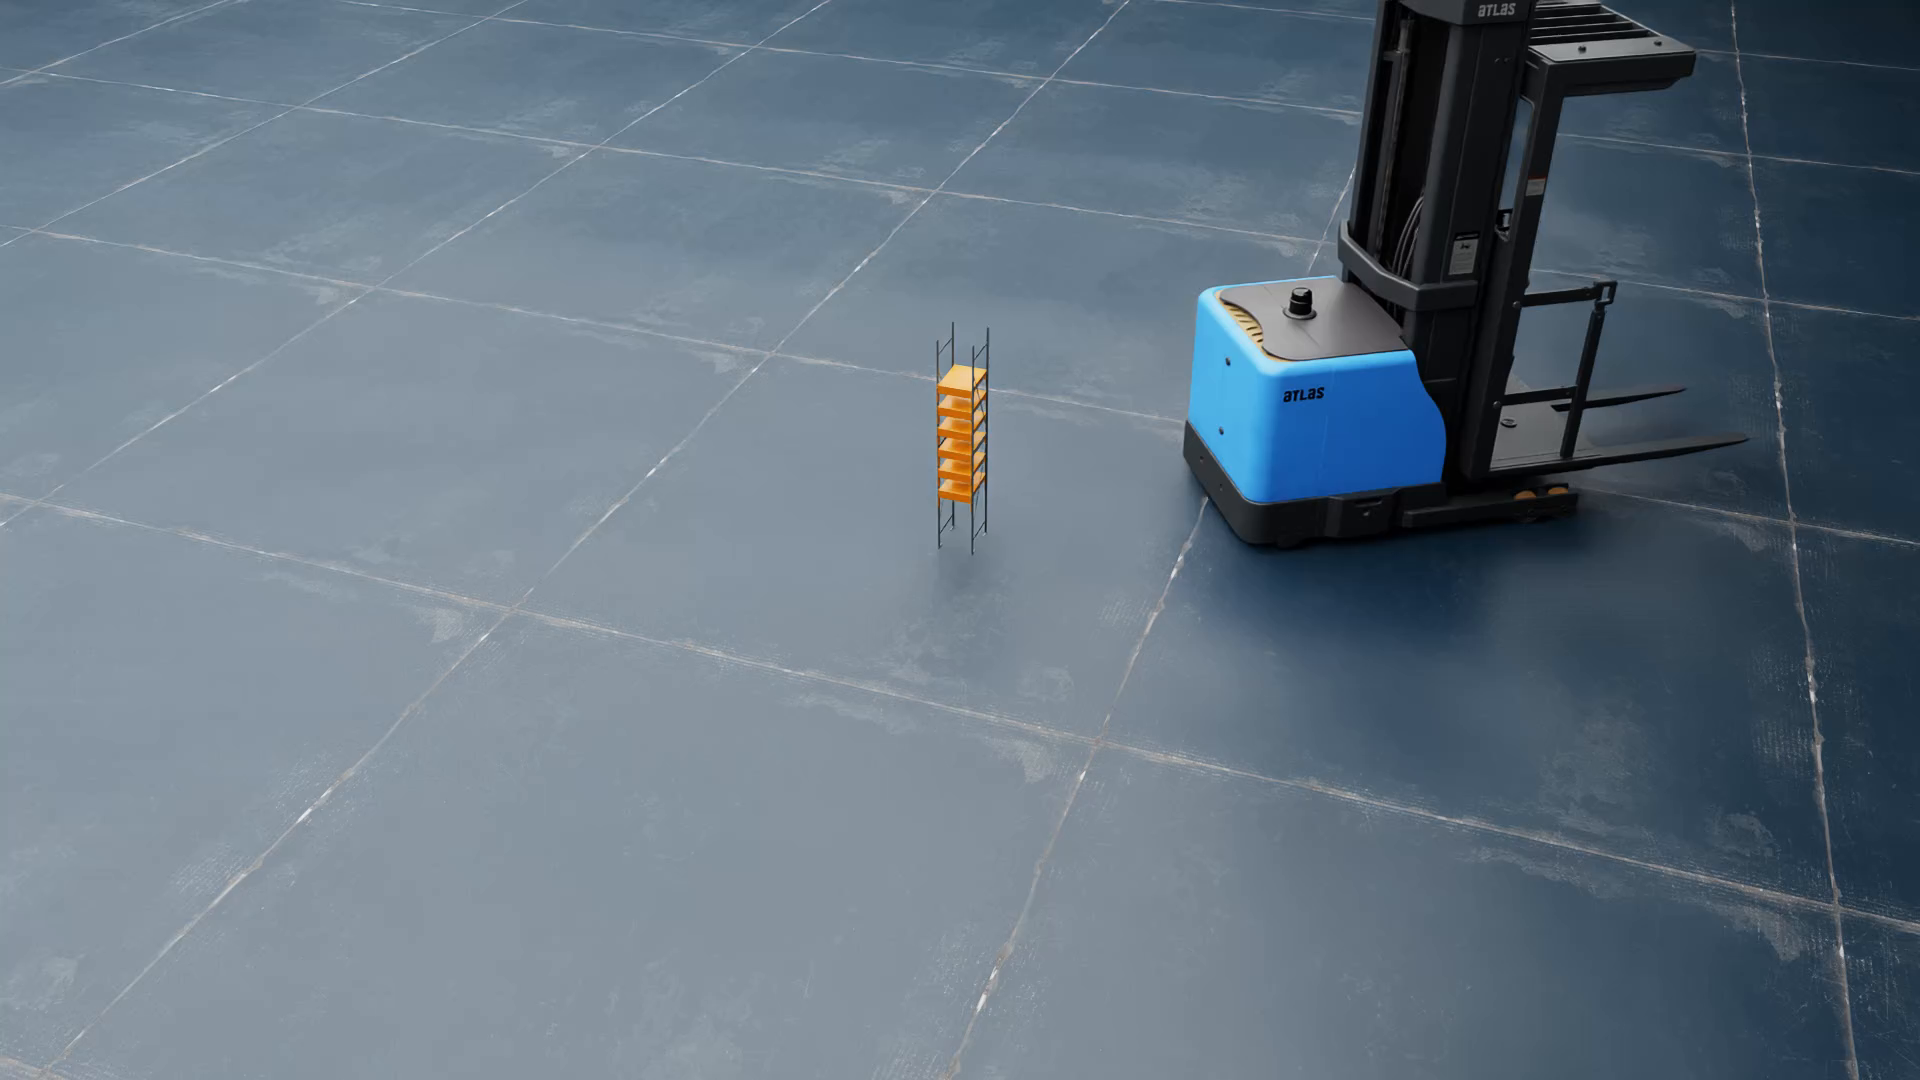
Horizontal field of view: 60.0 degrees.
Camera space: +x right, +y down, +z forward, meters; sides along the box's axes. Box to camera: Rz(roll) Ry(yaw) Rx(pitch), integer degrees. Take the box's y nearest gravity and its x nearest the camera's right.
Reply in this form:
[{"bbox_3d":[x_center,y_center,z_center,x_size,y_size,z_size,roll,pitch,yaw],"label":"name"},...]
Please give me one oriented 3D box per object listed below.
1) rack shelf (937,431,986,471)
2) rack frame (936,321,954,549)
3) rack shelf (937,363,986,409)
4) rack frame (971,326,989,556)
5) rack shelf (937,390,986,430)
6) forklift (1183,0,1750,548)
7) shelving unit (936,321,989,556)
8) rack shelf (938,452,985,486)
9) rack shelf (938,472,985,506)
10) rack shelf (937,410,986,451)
[{"bbox_3d":[0.014,-0.464,8.445,0.180,0.103,0.258,11,34,16],"label":"rack shelf"},{"bbox_3d":[-0.073,-0.518,8.446,0.006,1.200,0.240,11,34,16],"label":"rack frame"},{"bbox_3d":[0.014,-0.767,8.249,0.180,0.103,0.258,11,34,16],"label":"rack shelf"},{"bbox_3d":[0.100,-0.485,8.395,0.006,1.200,0.240,11,34,16],"label":"rack frame"},{"bbox_3d":[0.014,-0.666,8.314,0.180,0.103,0.258,11,34,16],"label":"rack shelf"},{"bbox_3d":[2.826,-1.598,8.523,3.031,2.935,1.130,-7,34,-11],"label":"forklift"},{"bbox_3d":[0.014,-0.501,8.420,0.189,1.200,0.258,11,34,16],"label":"shelving unit"},{"bbox_3d":[0.014,-0.363,8.510,0.180,0.103,0.258,11,34,16],"label":"rack shelf"},{"bbox_3d":[0.014,-0.262,8.575,0.180,0.103,0.258,11,34,16],"label":"rack shelf"},{"bbox_3d":[0.014,-0.565,8.379,0.180,0.103,0.258,11,34,16],"label":"rack shelf"}]
